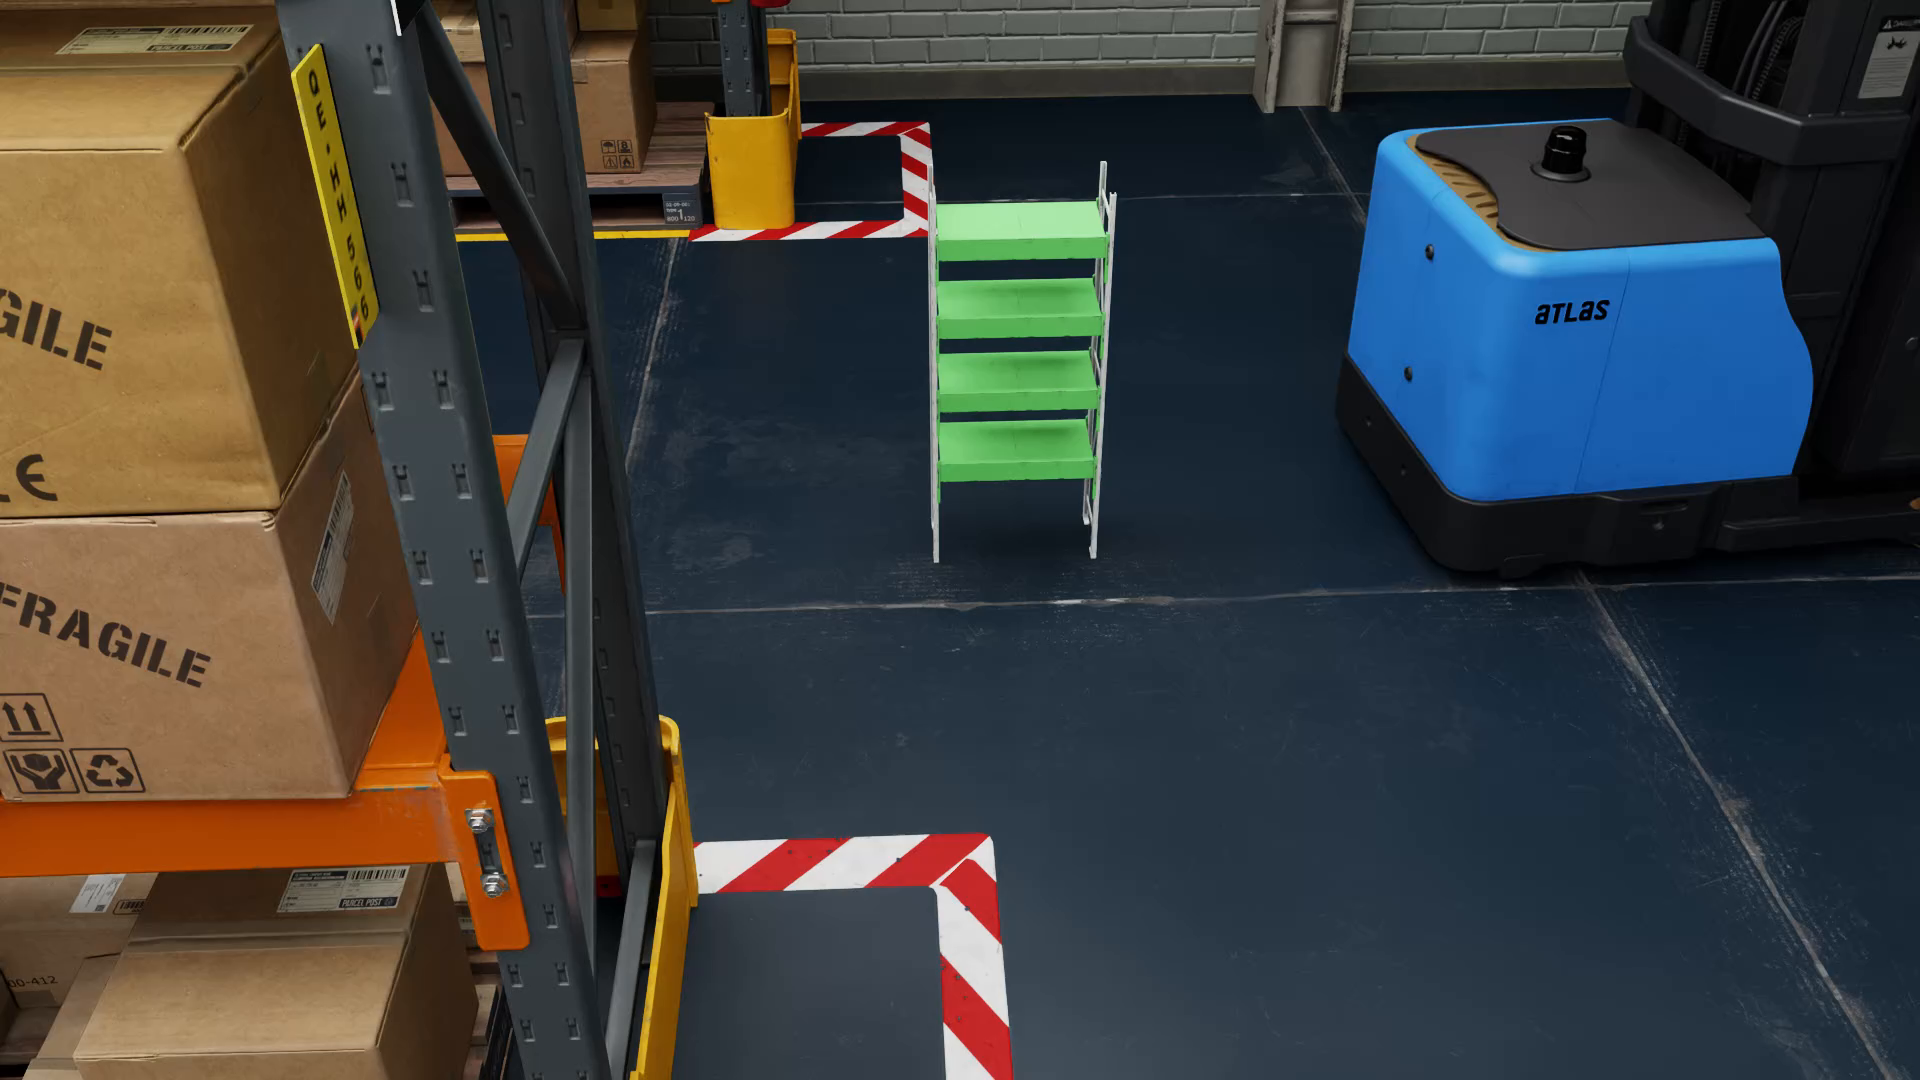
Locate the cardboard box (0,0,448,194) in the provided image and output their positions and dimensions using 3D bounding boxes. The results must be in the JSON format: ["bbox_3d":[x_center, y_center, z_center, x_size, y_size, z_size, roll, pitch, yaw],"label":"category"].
[{"bbox_3d":[-1.161,-0.681,2.632,0.500,0.500,0.500,-1,35,-1],"label":"cardboard box"}]

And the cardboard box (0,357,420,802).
[{"bbox_3d":[-1.140,0.035,2.476,0.500,0.500,0.500,-1,35,-1],"label":"cardboard box"}]

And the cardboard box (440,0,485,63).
[{"bbox_3d":[-2.013,-2.128,6.946,0.250,0.149,0.380,-1,35,-1],"label":"cardboard box"}]

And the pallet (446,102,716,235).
[{"bbox_3d":[-1.738,-1.694,7.512,1.213,0.211,1.003,-2,35,-2],"label":"pallet"}]

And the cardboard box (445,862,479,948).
[{"bbox_3d":[-1.140,0.717,3.697,0.250,0.149,0.380,-2,35,-2],"label":"cardboard box"}]

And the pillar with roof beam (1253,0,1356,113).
[{"bbox_3d":[1.917,-3.491,2.386,0.400,9.000,9.100,-2,35,-2],"label":"pillar with roof beam"}]

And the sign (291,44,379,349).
[{"bbox_3d":[-0.699,-0.381,1.869,0.005,0.325,0.100,-2,35,-2],"label":"sign"}]

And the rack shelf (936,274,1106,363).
[{"bbox_3d":[0.165,-0.643,4.815,0.480,0.148,0.258,-2,35,-2],"label":"rack shelf"}]

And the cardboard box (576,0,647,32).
[{"bbox_3d":[-1.522,-2.359,7.281,0.250,0.149,0.380,-1,35,-2],"label":"cardboard box"}]

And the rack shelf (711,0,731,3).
[{"bbox_3d":[-2.941,-2.557,6.941,4.000,0.370,1.077,-2,35,-2],"label":"rack shelf"}]

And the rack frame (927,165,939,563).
[{"bbox_3d":[-0.078,-0.491,4.905,0.015,1.200,0.240,-2,35,-2],"label":"rack frame"}]

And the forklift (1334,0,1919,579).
[{"bbox_3d":[2.859,-1.472,4.801,3.031,2.935,1.130,-5,35,-7],"label":"forklift"}]

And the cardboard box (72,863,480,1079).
[{"bbox_3d":[-1.236,0.911,3.108,0.500,0.500,0.500,-2,35,-2],"label":"cardboard box"}]

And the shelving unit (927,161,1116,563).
[{"bbox_3d":[0.165,-0.498,4.915,0.503,1.200,0.258,-2,35,-2],"label":"shelving unit"}]

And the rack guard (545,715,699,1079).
[{"bbox_3d":[-0.781,0.939,3.454,0.348,0.500,1.175,-2,35,-2],"label":"rack guard"}]

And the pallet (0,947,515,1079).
[{"bbox_3d":[-1.577,1.080,3.504,1.213,0.211,1.003,-2,35,-2],"label":"pallet"}]

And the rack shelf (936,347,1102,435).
[{"bbox_3d":[0.165,-0.445,4.951,0.480,0.148,0.258,-2,35,-2],"label":"rack shelf"}]

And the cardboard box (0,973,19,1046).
[{"bbox_3d":[-2.187,1.022,3.167,0.500,0.250,0.500,-2,35,-2],"label":"cardboard box"}]

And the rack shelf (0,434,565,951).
[{"bbox_3d":[-2.703,0.259,2.872,4.000,0.370,1.077,-2,35,-2],"label":"rack shelf"}]

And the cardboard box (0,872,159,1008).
[{"bbox_3d":[-1.761,0.726,3.595,0.500,0.250,0.500,-2,35,-2],"label":"cardboard box"}]

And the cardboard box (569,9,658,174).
[{"bbox_3d":[-1.638,-1.976,7.296,0.500,0.500,0.700,-2,35,-2],"label":"cardboard box"}]

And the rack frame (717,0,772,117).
[{"bbox_3d":[-0.943,-2.906,6.814,0.127,3.000,1.000,-2,35,-2],"label":"rack frame"}]

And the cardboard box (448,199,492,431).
[{"bbox_3d":[-1.161,-0.270,2.916,0.500,0.500,0.500,-1,35,-1],"label":"cardboard box"}]

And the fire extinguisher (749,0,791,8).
[{"bbox_3d":[-0.771,-2.463,6.569,0.183,0.674,0.296,-2,35,-2],"label":"fire extinguisher"}]

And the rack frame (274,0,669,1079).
[{"bbox_3d":[-0.705,-0.091,2.745,0.127,3.000,1.000,-2,35,-2],"label":"rack frame"}]

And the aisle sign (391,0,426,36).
[{"bbox_3d":[-0.622,-0.987,1.756,0.004,0.787,0.394,-2,35,-2],"label":"aisle sign"}]

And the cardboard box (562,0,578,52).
[{"bbox_3d":[-1.757,-2.135,6.957,0.250,0.149,0.380,-2,35,-3],"label":"cardboard box"}]

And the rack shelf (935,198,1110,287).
[{"bbox_3d":[0.165,-0.840,4.678,0.480,0.148,0.258,-2,35,-2],"label":"rack shelf"}]

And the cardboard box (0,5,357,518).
[{"bbox_3d":[-1.137,-0.375,2.189,0.500,0.500,0.500,-2,35,-3],"label":"cardboard box"}]

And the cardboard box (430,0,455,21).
[{"bbox_3d":[-2.278,-2.339,7.251,0.250,0.149,0.380,-1,35,-2],"label":"cardboard box"}]

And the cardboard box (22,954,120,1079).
[{"bbox_3d":[-1.645,1.008,3.261,0.250,0.166,0.380,-2,35,-2],"label":"cardboard box"}]

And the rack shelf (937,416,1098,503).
[{"bbox_3d":[0.165,-0.248,5.088,0.480,0.148,0.258,-2,35,-2],"label":"rack shelf"}]

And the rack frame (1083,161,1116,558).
[{"bbox_3d":[0.409,-0.504,4.924,0.015,1.200,0.240,-2,35,-2],"label":"rack frame"}]

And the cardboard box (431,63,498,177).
[{"bbox_3d":[-2.138,-1.962,7.277,0.500,0.500,0.700,-2,35,-2],"label":"cardboard box"}]

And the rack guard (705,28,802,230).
[{"bbox_3d":[-0.919,-1.879,7.526,0.348,0.500,1.175,-2,35,-2],"label":"rack guard"}]
